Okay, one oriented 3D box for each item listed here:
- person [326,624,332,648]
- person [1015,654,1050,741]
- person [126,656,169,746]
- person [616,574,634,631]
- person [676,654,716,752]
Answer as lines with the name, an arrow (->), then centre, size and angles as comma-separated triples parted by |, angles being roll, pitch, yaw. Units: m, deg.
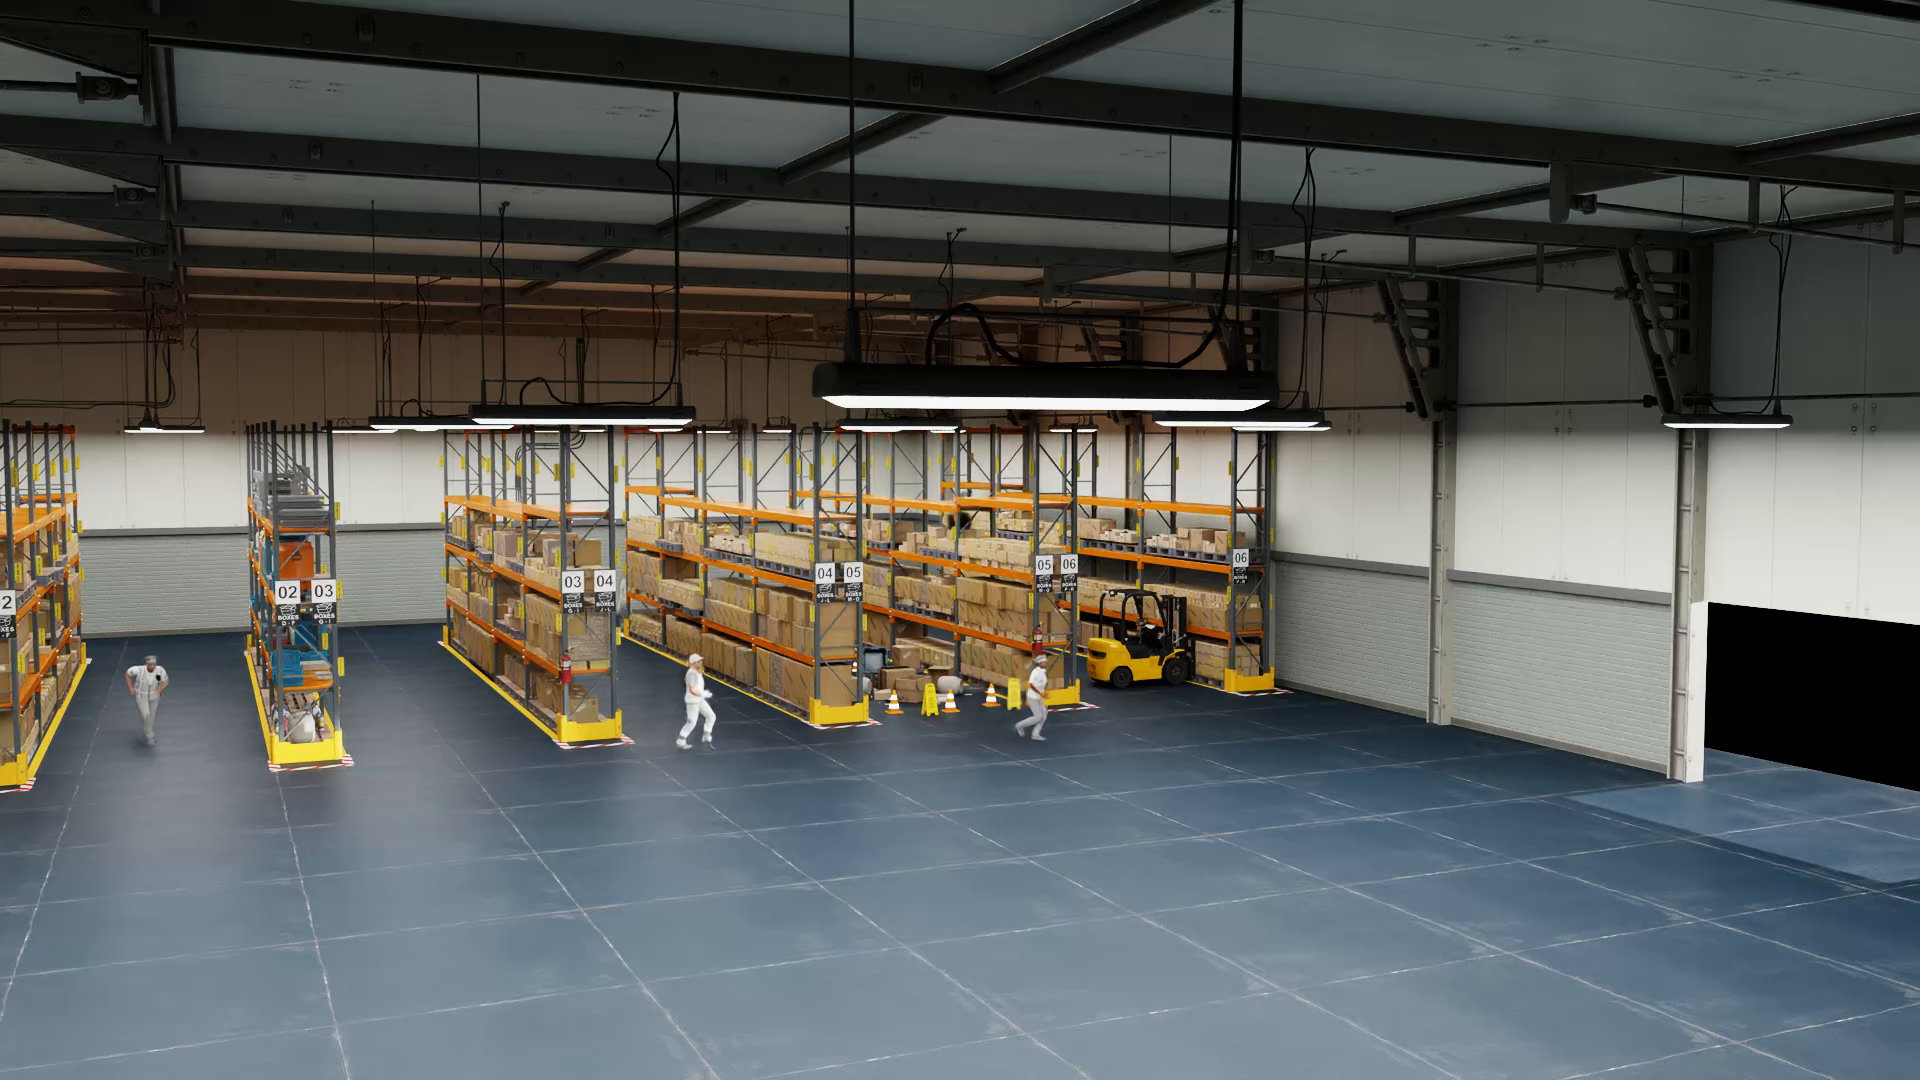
person -> -17.064, 2.083, 44.741 | 0.643, 1.675, 0.711 | -3, 5, -44
person -> 1.372, 2.960, 31.321 | 0.642, 1.641, 0.554 | 1, 4, 19
person -> -15.180, 2.983, 31.060 | 0.712, 1.730, 1.003 | -2, 4, -32
person -> -9.797, 1.788, 49.002 | 0.683, 1.810, 0.711 | 2, 4, 33
person -> -4.814, 2.959, 30.087 | 0.703, 1.811, 0.653 | 0, 4, 8
